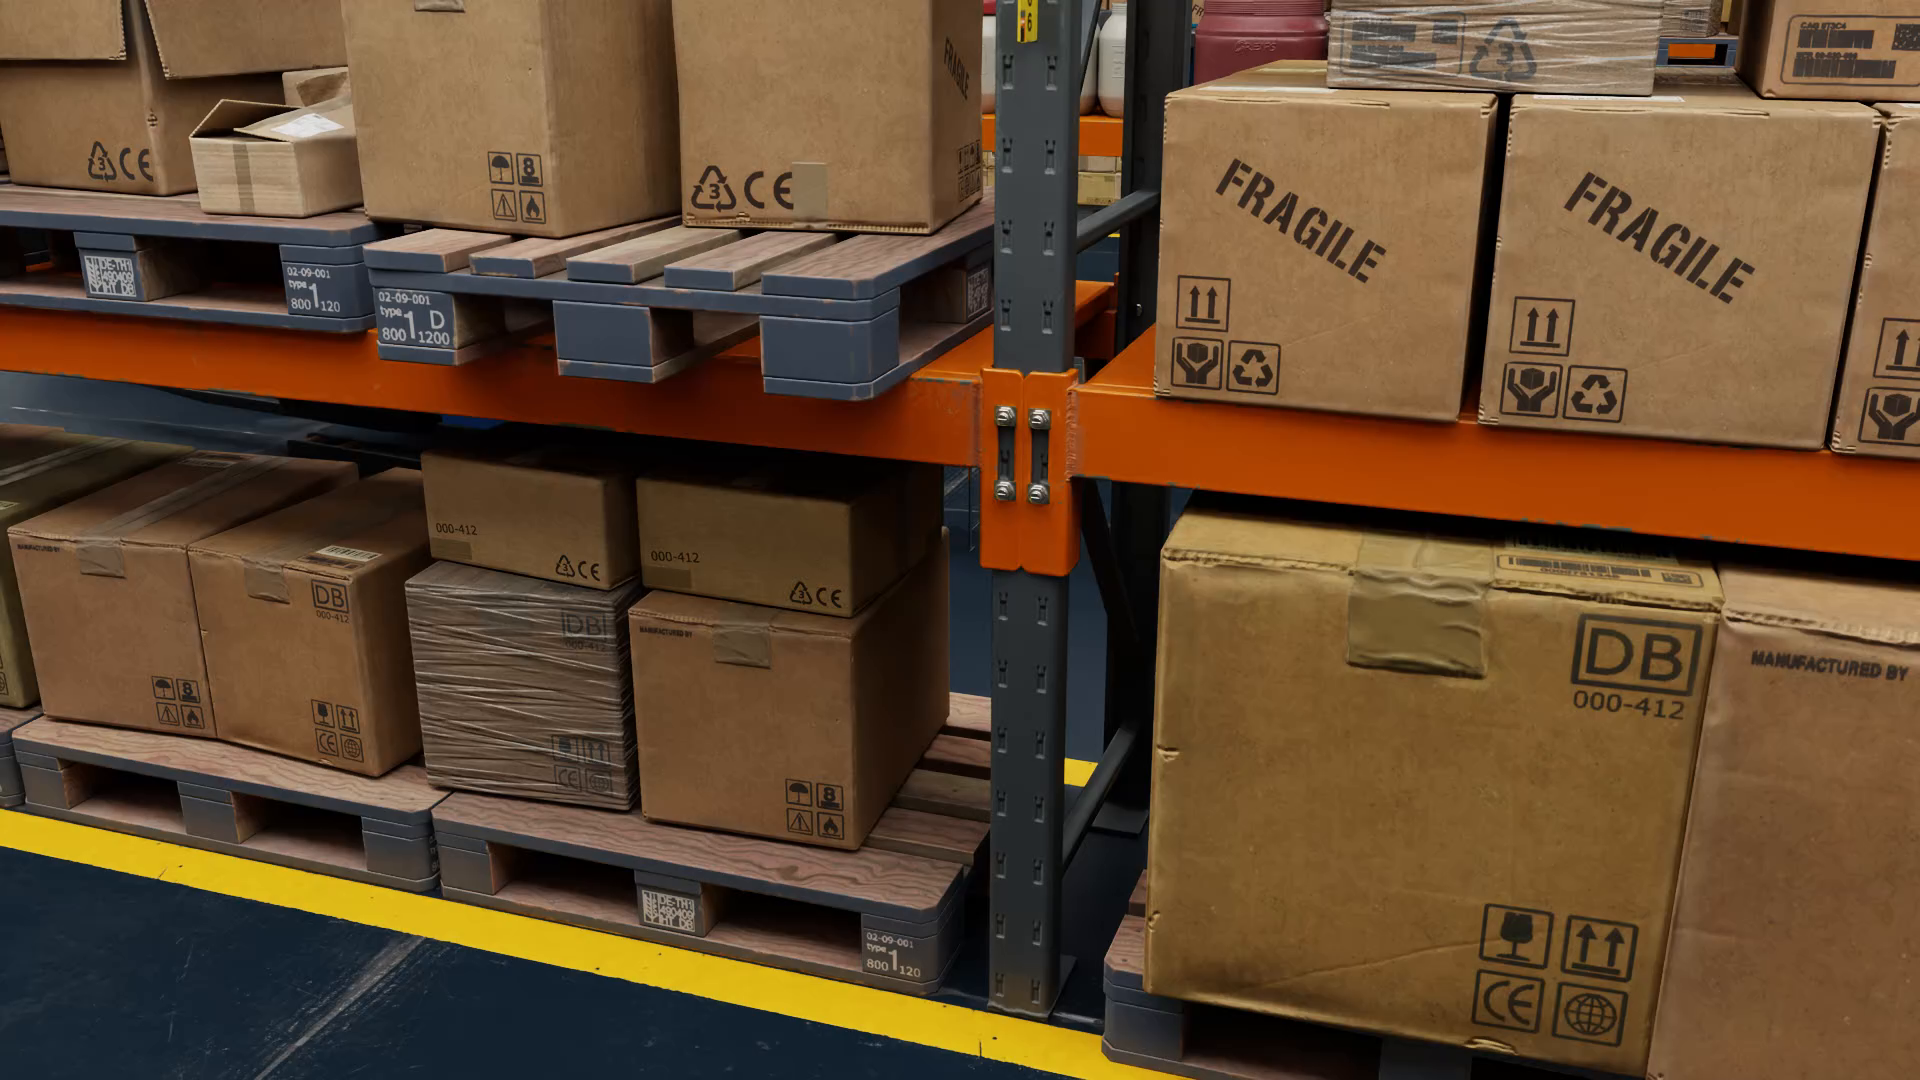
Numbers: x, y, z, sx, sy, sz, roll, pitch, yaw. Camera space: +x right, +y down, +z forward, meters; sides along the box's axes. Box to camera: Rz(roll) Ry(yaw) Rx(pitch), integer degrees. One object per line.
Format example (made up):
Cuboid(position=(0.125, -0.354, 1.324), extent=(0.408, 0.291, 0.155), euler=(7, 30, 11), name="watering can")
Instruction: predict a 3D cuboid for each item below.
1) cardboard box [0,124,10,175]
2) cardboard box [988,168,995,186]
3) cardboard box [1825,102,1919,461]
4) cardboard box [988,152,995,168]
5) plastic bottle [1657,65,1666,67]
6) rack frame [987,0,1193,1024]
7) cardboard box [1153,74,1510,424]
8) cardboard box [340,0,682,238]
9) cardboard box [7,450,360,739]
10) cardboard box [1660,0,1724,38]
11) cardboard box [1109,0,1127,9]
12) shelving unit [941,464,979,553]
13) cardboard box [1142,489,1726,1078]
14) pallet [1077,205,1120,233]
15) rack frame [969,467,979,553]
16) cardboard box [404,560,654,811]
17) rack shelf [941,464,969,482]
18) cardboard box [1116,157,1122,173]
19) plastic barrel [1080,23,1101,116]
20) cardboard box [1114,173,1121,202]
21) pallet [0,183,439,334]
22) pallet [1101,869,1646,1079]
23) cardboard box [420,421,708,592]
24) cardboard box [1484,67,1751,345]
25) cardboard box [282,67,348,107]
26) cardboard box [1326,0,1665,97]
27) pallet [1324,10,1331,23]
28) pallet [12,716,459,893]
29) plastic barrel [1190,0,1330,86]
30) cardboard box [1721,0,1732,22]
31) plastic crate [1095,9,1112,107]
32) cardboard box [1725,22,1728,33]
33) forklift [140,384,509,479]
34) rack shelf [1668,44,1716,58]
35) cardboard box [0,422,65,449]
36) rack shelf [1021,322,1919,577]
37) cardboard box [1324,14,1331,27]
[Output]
Cuboid(position=(-2.795, -1.400, 3.985), extent=(1.000, 1.000, 1.000), euler=(7, 20, 18), name="cardboard box")
Cuboid(position=(0.537, -2.851, 13.237), extent=(0.500, 0.250, 0.500), euler=(7, 20, 19), name="cardboard box")
Cuboid(position=(1.622, -0.416, 2.561), extent=(0.500, 0.500, 0.500), euler=(6, 20, 17), name="cardboard box")
Cuboid(position=(0.534, -3.114, 13.140), extent=(0.500, 0.311, 0.500), euler=(6, 20, 17), name="cardboard box")
Cuboid(position=(2.973, -1.849, 7.002), extent=(0.133, 0.283, 0.061), euler=(7, 20, 18), name="plastic bottle")
Cuboid(position=(0.279, -0.615, 3.284), extent=(0.127, 3.000, 1.000), euler=(7, 20, 18), name="rack frame")
Cuboid(position=(0.649, -0.525, 2.875), extent=(0.500, 0.500, 0.500), euler=(7, 20, 20), name="cardboard box")
Cuboid(position=(-0.805, -0.936, 3.414), extent=(0.500, 0.500, 0.700), euler=(10, 21, 26), name="cardboard box")
Cuboid(position=(-1.954, 0.116, 4.316), extent=(0.500, 0.500, 0.700), euler=(5, 20, 13), name="cardboard box")
Cuboid(position=(4.966, -3.749, 11.485), extent=(0.500, 0.500, 0.700), euler=(11, 22, 28), name="cardboard box")
Cuboid(position=(1.446, -3.975, 12.771), extent=(0.500, 0.500, 0.500), euler=(7, 20, 18), name="cardboard box")
Cuboid(position=(-0.014, -0.568, 5.883), extent=(0.189, 1.200, 0.258), euler=(7, 20, 18), name="shelving unit")
Cuboid(position=(0.924, 0.271, 3.332), extent=(0.875, 0.875, 1.225), euler=(6, 20, 16), name="cardboard box")
Cuboid(position=(1.620, -2.612, 13.248), extent=(1.213, 0.211, 1.003), euler=(7, 20, 18), name="pallet")
Cuboid(position=(0.073, -0.558, 5.855), extent=(0.006, 1.200, 0.240), euler=(7, 20, 18), name="rack frame")
Cuboid(position=(-0.889, 0.235, 3.974), extent=(0.500, 0.500, 0.700), euler=(5, 20, 14), name="cardboard box")
Cuboid(position=(-0.014, -0.300, 5.977), extent=(0.180, 0.103, 0.258), euler=(7, 20, 18), name="rack shelf")
Cuboid(position=(1.516, -3.004, 12.825), extent=(0.500, 0.311, 0.500), euler=(7, 20, 20), name="cardboard box")
Cuboid(position=(0.464, -2.298, 7.943), extent=(0.421, 0.512, 0.421), euler=(0, 19, 0), name="plastic barrel")
Cuboid(position=(1.507, -2.740, 12.920), extent=(0.500, 0.250, 0.500), euler=(7, 20, 19), name="cardboard box")
Cuboid(position=(-1.605, -0.726, 3.893), extent=(1.213, 0.211, 1.003), euler=(7, 20, 18), name="pallet")
Cuboid(position=(0.999, 0.810, 3.432), extent=(1.213, 0.211, 1.003), euler=(7, 20, 18), name="pallet")
Cuboid(position=(-0.868, -0.114, 3.836), extent=(0.500, 0.250, 0.500), euler=(9, 21, 24), name="cardboard box")
Cuboid(position=(1.295, -0.631, 3.176), extent=(0.500, 0.500, 0.500), euler=(6, 20, 18), name="cardboard box")
Cuboid(position=(-1.229, -0.995, 3.964), extent=(0.500, 0.250, 0.500), euler=(6, 20, 17), name="cardboard box")
Cuboid(position=(0.964, -1.052, 2.862), extent=(0.637, 0.503, 0.797), euler=(7, 20, 20), name="cardboard box")
Cuboid(position=(3.272, -5.346, 17.148), extent=(1.213, 0.211, 1.003), euler=(7, 20, 18), name="pallet")
Cuboid(position=(-1.608, 0.484, 4.366), extent=(1.213, 0.211, 1.003), euler=(7, 20, 18), name="pallet")
Cuboid(position=(1.366, -2.175, 7.553), extent=(0.708, 0.536, 0.600), euler=(7, 20, 18), name="plastic barrel")
Cuboid(position=(6.985, -5.133, 15.612), extent=(0.500, 0.500, 0.500), euler=(7, 20, 20), name="cardboard box")
Cuboid(position=(0.478, -2.455, 8.465), extent=(0.583, 0.464, 0.402), euler=(7, 20, 18), name="plastic crate")
Cuboid(position=(7.336, -4.794, 15.623), extent=(0.250, 0.149, 0.380), euler=(6, 20, 17), name="cardboard box")
Cuboid(position=(-2.177, -1.758, 6.668), extent=(3.031, 2.935, 1.130), euler=(9, 21, 25), name="forklift")
Cuboid(position=(7.044, -4.680, 16.038), extent=(4.000, 0.370, 1.077), euler=(7, 20, 18), name="rack shelf")
Cuboid(position=(-2.927, -0.002, 4.653), extent=(0.500, 0.500, 0.700), euler=(5, 20, 14), name="cardboard box")
Cuboid(position=(2.168, -0.060, 2.783), extent=(4.000, 0.370, 1.077), euler=(7, 20, 18), name="rack shelf")
Cuboid(position=(2.752, -3.810, 12.584), extent=(0.500, 0.311, 0.500), euler=(6, 20, 17), name="cardboard box")
